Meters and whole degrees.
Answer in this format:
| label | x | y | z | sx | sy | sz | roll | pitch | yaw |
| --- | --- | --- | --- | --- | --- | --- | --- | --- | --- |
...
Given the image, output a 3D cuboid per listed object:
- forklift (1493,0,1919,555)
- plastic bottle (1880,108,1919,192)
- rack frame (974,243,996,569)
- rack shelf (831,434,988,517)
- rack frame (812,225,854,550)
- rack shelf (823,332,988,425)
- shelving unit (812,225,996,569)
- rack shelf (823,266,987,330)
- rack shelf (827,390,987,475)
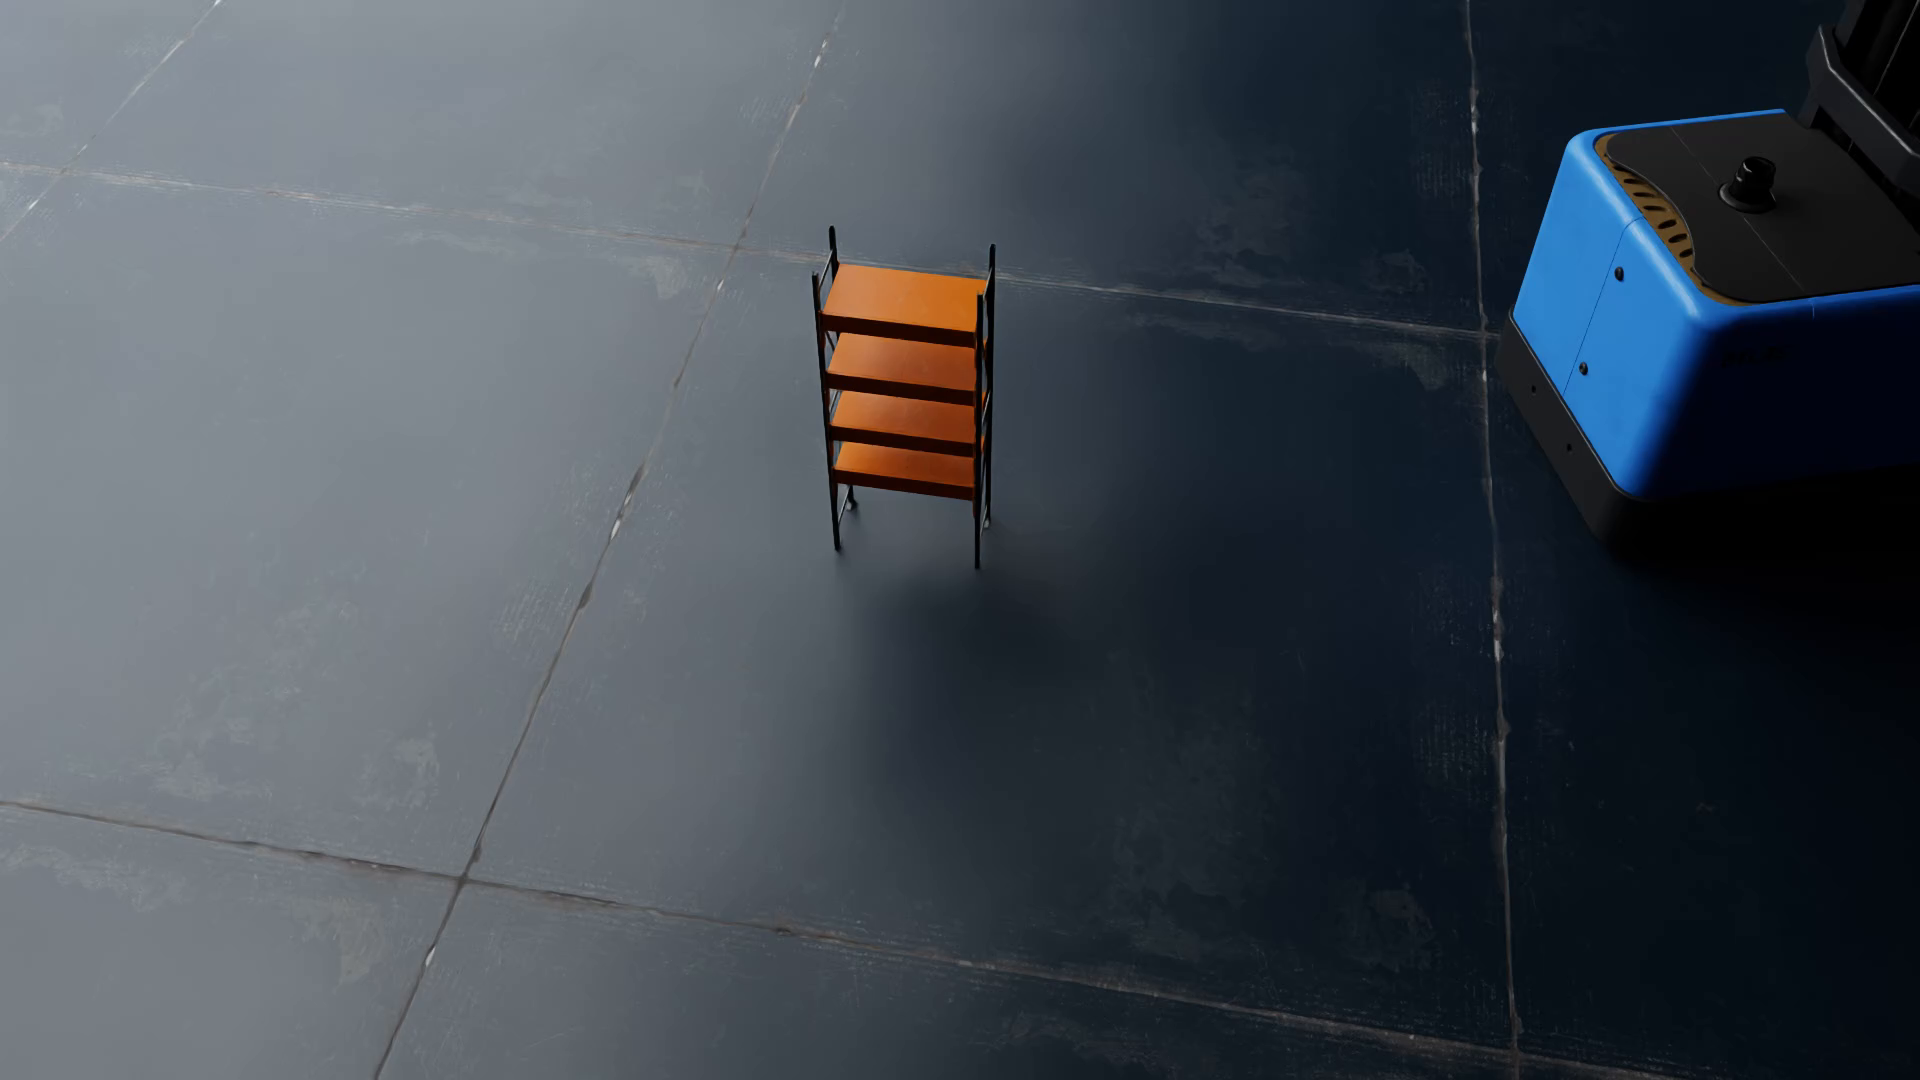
| label | x | y | z | sx | sy | sz | roll | pitch | yaw |
| --- | --- | --- | --- | --- | --- | --- | --- | --- | --- |
| forklift | 3.033 | -1.373 | 5.056 | 1.939 | 2.867 | 1.129 | -8 | 49 | -7 |
| plastic bottle | -16.954 | -5.166 | 8.936 | 41.698 | 1.202 | 3.588 | 8 | 49 | 7 |
| rack frame | 0.077 | -0.391 | 5.294 | 0.015 | 1.200 | 0.240 | 8 | 49 | 7 |
| rack shelf | -0.163 | -0.245 | 5.521 | 0.480 | 0.148 | 0.258 | 8 | 49 | 7 |
| rack frame | -0.403 | -0.455 | 5.352 | 0.015 | 1.200 | 0.240 | 8 | 49 | 7 |
| rack shelf | -0.163 | -0.527 | 5.207 | 0.480 | 0.148 | 0.258 | 8 | 49 | 7 |
| shelving unit | -13.711 | -2.623 | 6.797 | 28.100 | 1.949 | 0.597 | 8 | 49 | 7 |
| rack shelf | -0.163 | -0.712 | 5.002 | 0.457 | 0.050 | 0.221 | 8 | 49 | 7 |
| rack shelf | -13.717 | -2.777 | 6.627 | 28.088 | 1.490 | 0.597 | 8 | 49 | 7 |
